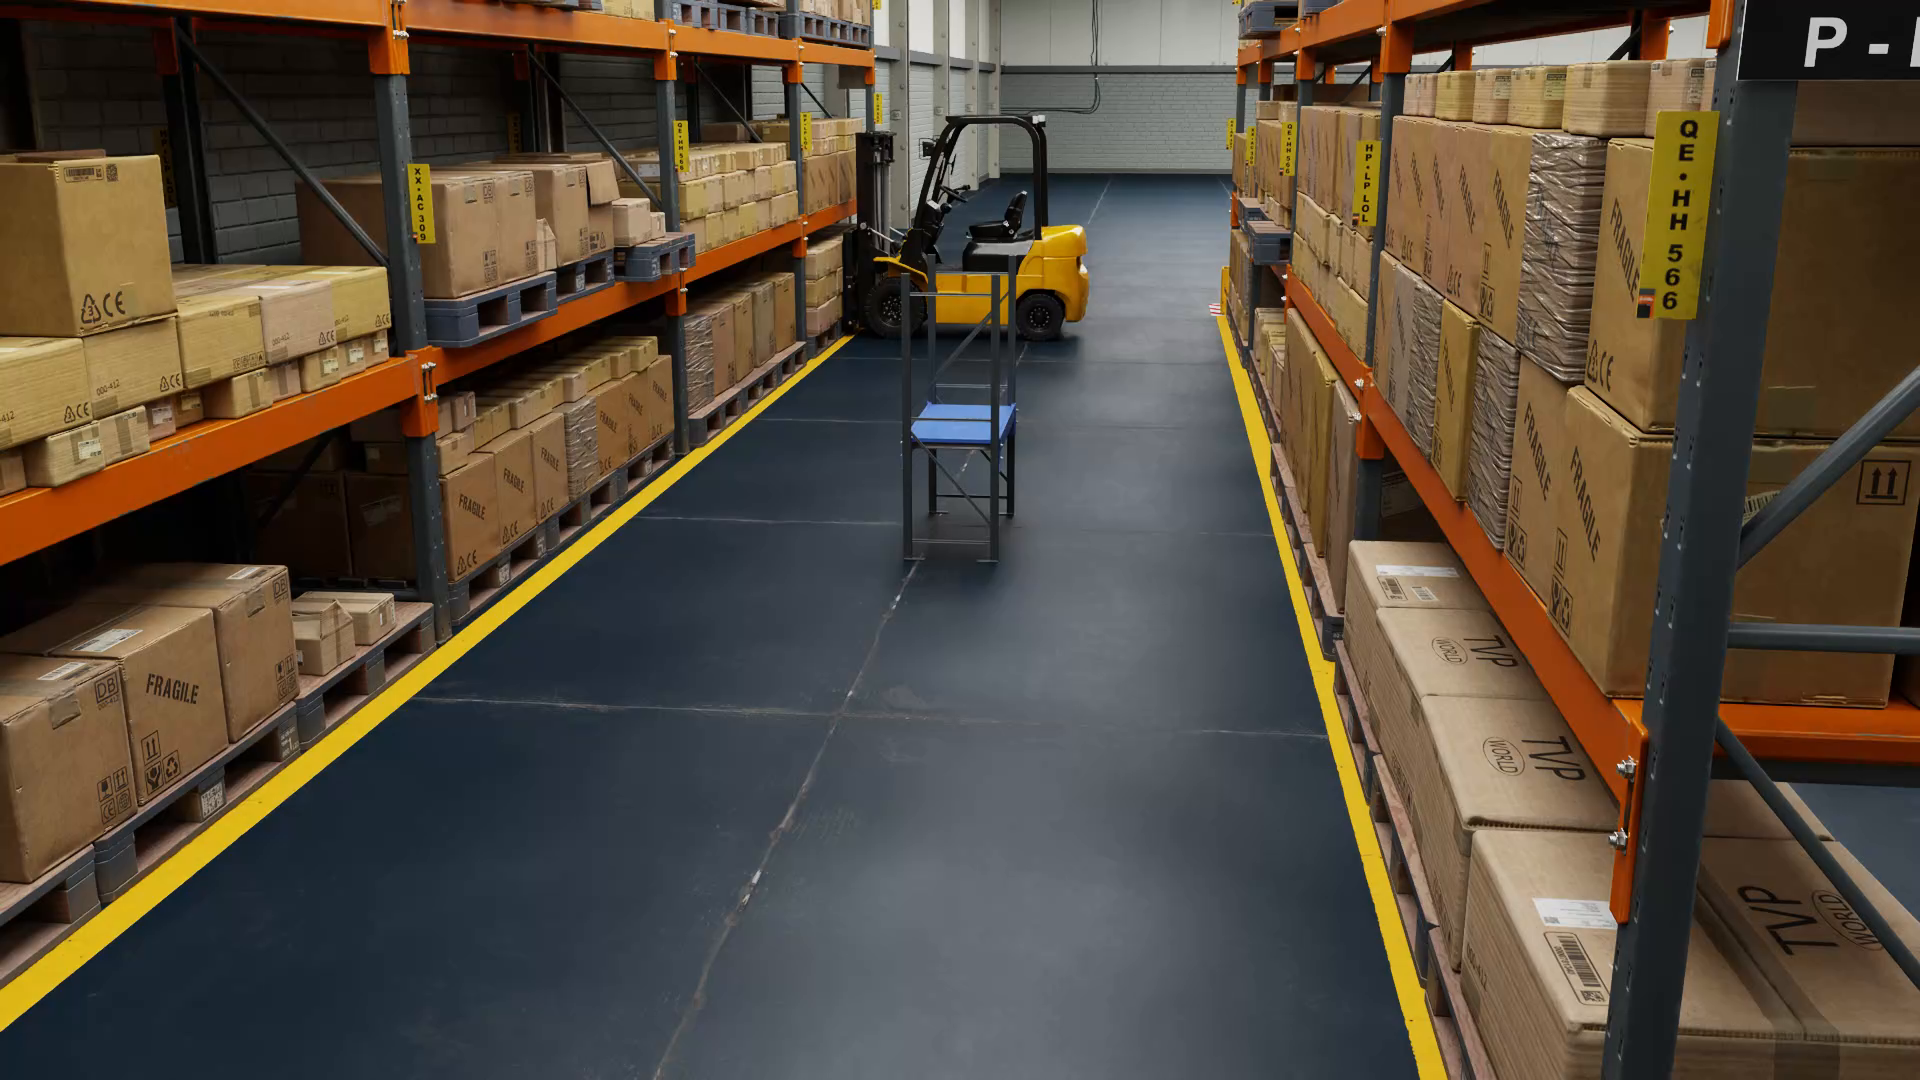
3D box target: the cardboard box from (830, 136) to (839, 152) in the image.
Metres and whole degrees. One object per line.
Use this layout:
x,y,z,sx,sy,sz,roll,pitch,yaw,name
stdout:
-1.405,-3.916,16.462,0.380,0.149,0.250,1,15,5,cardboard box

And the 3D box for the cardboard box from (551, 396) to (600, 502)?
-2.345,-0.521,9.327,0.500,0.500,0.500,1,15,4,cardboard box

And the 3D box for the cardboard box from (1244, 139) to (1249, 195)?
2.944,-3.517,15.659,0.500,0.500,0.500,2,15,8,cardboard box

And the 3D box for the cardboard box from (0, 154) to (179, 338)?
-2.763,-0.899,5.020,0.500,0.500,0.500,2,15,8,cardboard box

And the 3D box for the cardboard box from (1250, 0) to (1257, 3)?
2.515,-4.241,12.835,0.500,0.250,0.500,1,15,6,cardboard box

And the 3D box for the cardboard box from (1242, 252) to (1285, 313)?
2.836,-2.332,15.068,0.500,0.500,0.500,1,15,5,cardboard box

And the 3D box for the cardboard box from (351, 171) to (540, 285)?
-2.464,-1.508,7.997,0.700,0.500,0.500,2,15,7,cardboard box

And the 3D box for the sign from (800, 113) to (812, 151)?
-1.356,-3.586,14.612,0.100,0.325,0.005,2,15,6,sign

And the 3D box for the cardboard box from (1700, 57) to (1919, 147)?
1.523,-0.764,2.893,0.380,0.149,0.250,2,15,7,cardboard box

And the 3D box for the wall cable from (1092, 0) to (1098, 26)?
5.300,-16.224,48.194,3.097,2.526,0.112,2,15,6,wall cable

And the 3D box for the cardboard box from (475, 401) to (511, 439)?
-2.505,-0.611,8.417,0.380,0.149,0.250,1,15,5,cardboard box

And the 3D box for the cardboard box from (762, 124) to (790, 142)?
-1.566,-3.658,14.939,0.380,0.149,0.250,2,15,7,cardboard box

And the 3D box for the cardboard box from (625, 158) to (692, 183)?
-2.019,-2.477,11.141,0.380,0.149,0.250,2,15,8,cardboard box

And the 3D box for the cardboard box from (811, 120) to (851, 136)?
-1.321,-4.188,16.901,0.380,0.149,0.250,2,15,7,cardboard box

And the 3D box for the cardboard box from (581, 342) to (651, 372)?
-2.152,-1.143,10.386,0.380,0.149,0.250,1,15,3,cardboard box

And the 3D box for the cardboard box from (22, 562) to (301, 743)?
-2.835,0.392,5.951,0.700,0.500,0.500,1,15,4,cardboard box

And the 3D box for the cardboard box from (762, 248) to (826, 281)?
-1.530,-2.553,15.405,0.500,0.250,0.500,1,15,5,cardboard box

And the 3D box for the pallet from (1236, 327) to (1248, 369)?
3.077,-1.763,15.277,1.003,0.211,1.213,2,15,6,pallet

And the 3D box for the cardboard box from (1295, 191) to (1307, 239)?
2.282,-1.941,9.924,0.500,0.250,0.500,2,15,6,cardboard box

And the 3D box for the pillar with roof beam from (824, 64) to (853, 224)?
2.535,-8.288,22.572,9.100,9.000,0.400,2,15,6,pillar with roof beam

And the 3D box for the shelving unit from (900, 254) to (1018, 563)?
0.010,-0.746,9.048,0.538,1.500,1.048,2,15,6,shelving unit

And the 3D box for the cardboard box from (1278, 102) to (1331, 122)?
2.611,-3.245,12.608,0.380,0.149,0.250,3,15,9,cardboard box

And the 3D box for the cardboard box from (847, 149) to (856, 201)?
-1.365,-3.762,17.137,0.500,0.500,0.500,1,15,5,cardboard box

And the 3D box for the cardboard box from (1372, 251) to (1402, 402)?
1.820,-0.793,6.157,0.500,0.500,0.500,2,15,8,cardboard box

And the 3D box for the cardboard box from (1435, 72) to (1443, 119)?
1.751,-1.432,5.360,0.380,0.149,0.250,2,15,6,cardboard box

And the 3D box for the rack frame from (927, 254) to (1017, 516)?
0.067,-0.878,9.536,0.500,1.500,0.032,2,15,6,rack frame

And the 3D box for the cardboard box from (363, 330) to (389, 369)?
-2.584,-0.793,6.828,0.380,0.149,0.250,2,15,7,cardboard box

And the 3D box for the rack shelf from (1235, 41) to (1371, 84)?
3.262,-4.553,15.886,1.077,0.370,4.000,2,15,6,rack shelf

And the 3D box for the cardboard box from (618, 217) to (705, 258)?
-2.055,-2.077,11.384,0.500,0.250,0.500,2,15,6,cardboard box

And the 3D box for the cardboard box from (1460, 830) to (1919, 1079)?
1.657,1.039,3.679,0.875,0.438,0.875,1,15,4,cardboard box

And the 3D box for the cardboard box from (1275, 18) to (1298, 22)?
2.818,-4.576,14.309,0.500,0.250,0.500,2,15,6,cardboard box

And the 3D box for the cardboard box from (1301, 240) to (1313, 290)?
2.239,-1.571,9.512,0.500,0.250,0.500,1,15,5,cardboard box

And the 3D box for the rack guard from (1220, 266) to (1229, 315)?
3.479,-2.745,18.355,1.175,0.500,0.348,2,15,6,rack guard

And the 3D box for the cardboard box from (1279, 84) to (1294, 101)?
3.432,-4.115,15.957,0.700,0.500,0.500,2,15,6,cardboard box

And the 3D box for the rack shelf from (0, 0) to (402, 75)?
-3.025,-1.586,4.913,1.077,0.370,4.000,2,15,6,rack shelf

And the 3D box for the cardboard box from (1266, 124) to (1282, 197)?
2.463,-2.682,11.769,0.500,0.500,0.500,1,15,2,cardboard box

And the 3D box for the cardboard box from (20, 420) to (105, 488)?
-2.746,-0.255,4.841,0.380,0.149,0.250,1,15,5,cardboard box

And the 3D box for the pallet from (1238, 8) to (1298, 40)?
2.860,-4.134,13.317,1.213,0.211,1.003,2,15,6,pallet

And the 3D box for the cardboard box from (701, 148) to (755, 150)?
-1.829,-3.013,13.124,0.380,0.149,0.250,2,15,7,cardboard box

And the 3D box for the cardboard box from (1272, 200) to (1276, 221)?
2.366,-2.273,11.498,0.380,0.149,0.250,1,15,4,cardboard box

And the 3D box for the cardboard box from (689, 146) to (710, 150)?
-2.269,-3.156,13.652,0.380,0.149,0.250,2,15,6,cardboard box

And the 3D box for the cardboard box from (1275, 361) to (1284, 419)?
2.658,-0.977,11.257,0.950,0.372,0.625,1,15,2,cardboard box

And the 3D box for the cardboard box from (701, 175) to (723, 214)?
-1.997,-2.448,11.799,0.500,0.250,0.500,2,15,8,cardboard box

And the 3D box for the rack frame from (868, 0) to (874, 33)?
-1.445,-7.012,17.856,1.000,3.000,0.127,2,15,6,rack frame

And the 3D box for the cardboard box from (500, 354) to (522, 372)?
-2.844,-1.022,9.936,0.380,0.149,0.250,1,15,4,cardboard box

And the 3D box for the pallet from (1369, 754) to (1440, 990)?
1.834,1.000,5.061,1.003,0.211,1.213,2,15,6,pallet

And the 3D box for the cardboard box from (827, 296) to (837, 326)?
-1.471,-2.202,16.023,0.500,0.250,0.500,1,15,5,cardboard box

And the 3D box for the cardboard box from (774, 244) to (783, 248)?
-1.991,-2.702,15.956,0.500,0.250,0.500,1,15,5,cardboard box

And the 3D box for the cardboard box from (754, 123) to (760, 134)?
-2.075,-3.809,15.496,0.380,0.149,0.250,2,15,6,cardboard box

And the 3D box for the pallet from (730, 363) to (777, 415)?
-2.076,-1.223,13.282,1.003,0.211,1.213,2,15,6,pallet

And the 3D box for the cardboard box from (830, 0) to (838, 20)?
-1.572,-5.330,16.186,0.797,0.503,0.637,2,15,8,cardboard box

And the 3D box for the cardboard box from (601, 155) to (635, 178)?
-2.504,-2.630,11.707,0.380,0.149,0.250,2,15,6,cardboard box

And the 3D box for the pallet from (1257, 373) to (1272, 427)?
2.814,-1.068,12.709,1.003,0.211,1.213,2,15,6,pallet
